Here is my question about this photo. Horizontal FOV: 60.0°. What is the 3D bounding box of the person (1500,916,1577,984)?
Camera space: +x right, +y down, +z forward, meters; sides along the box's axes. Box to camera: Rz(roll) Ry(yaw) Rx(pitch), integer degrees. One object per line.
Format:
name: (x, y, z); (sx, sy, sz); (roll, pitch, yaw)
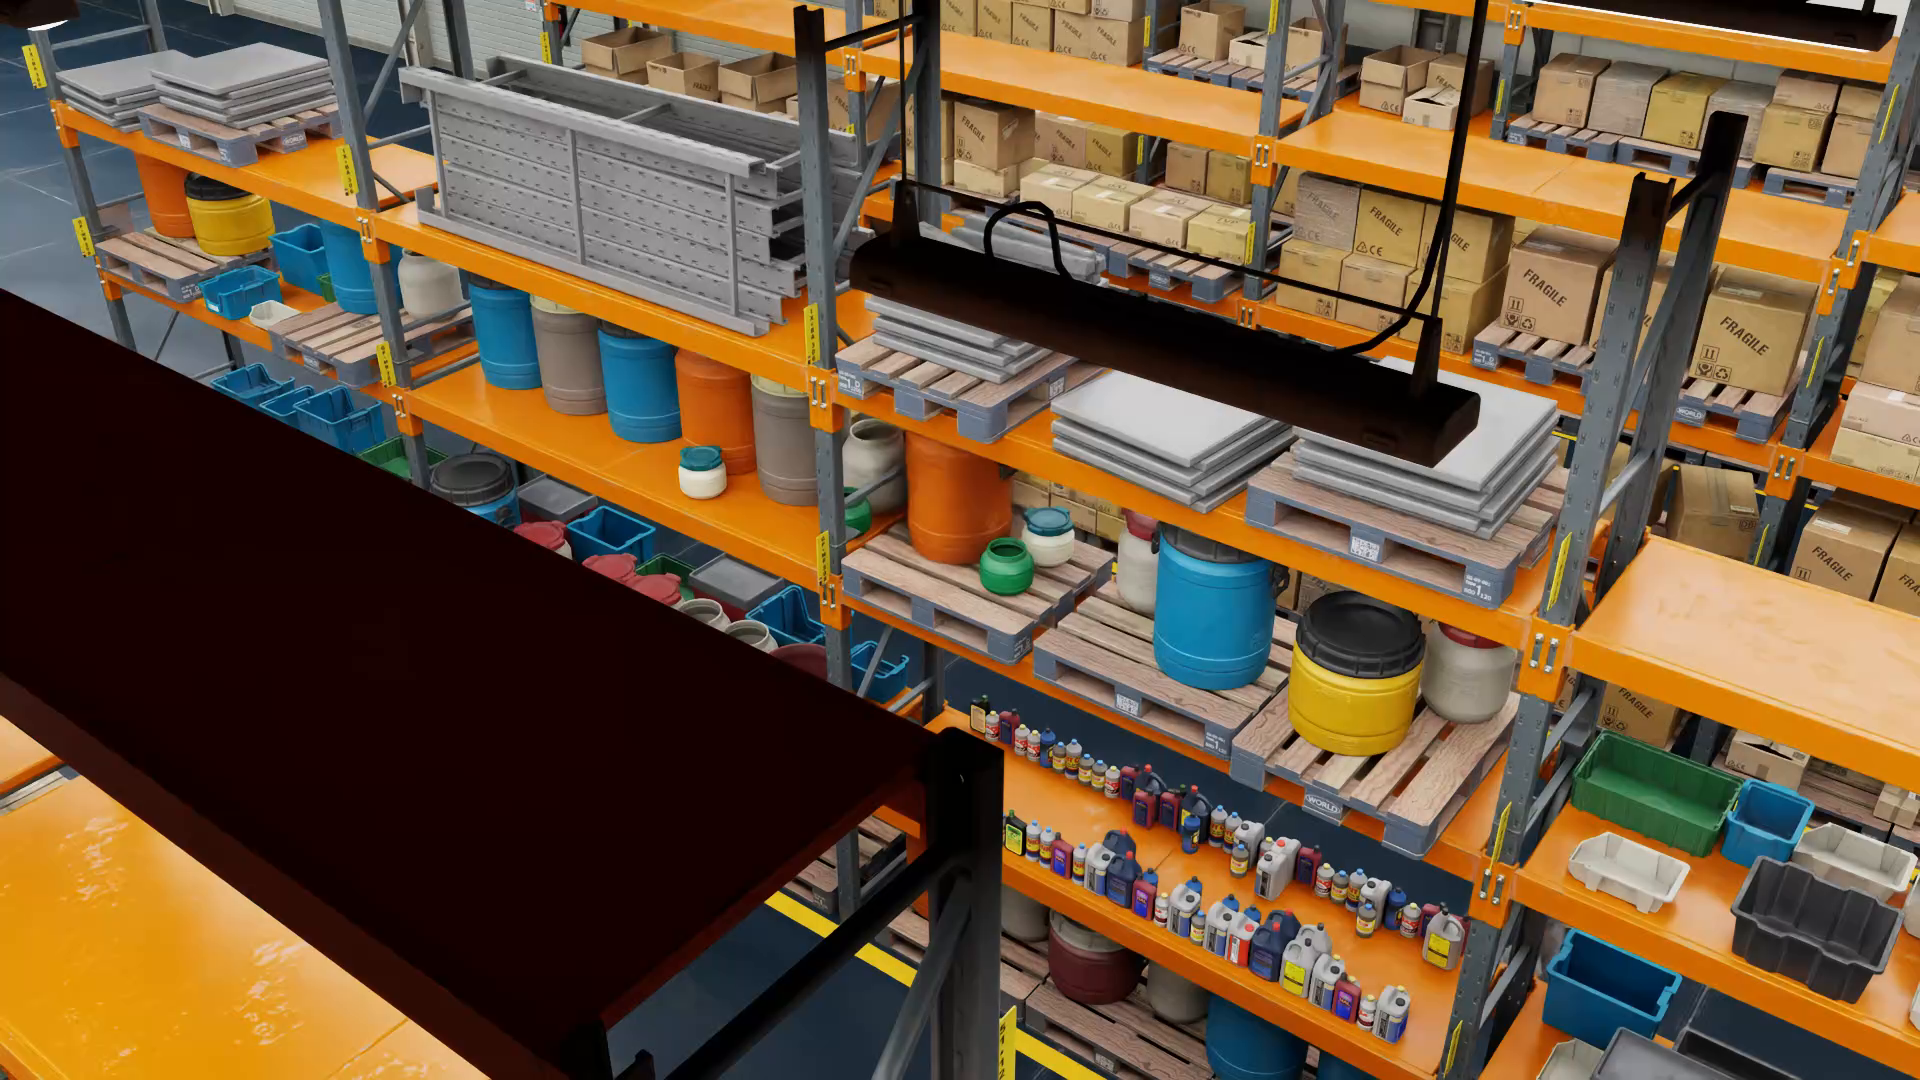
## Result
person: (3.600, 2.192, 9.956); (0.457, 1.506, 0.505); (-16, 35, -25)
